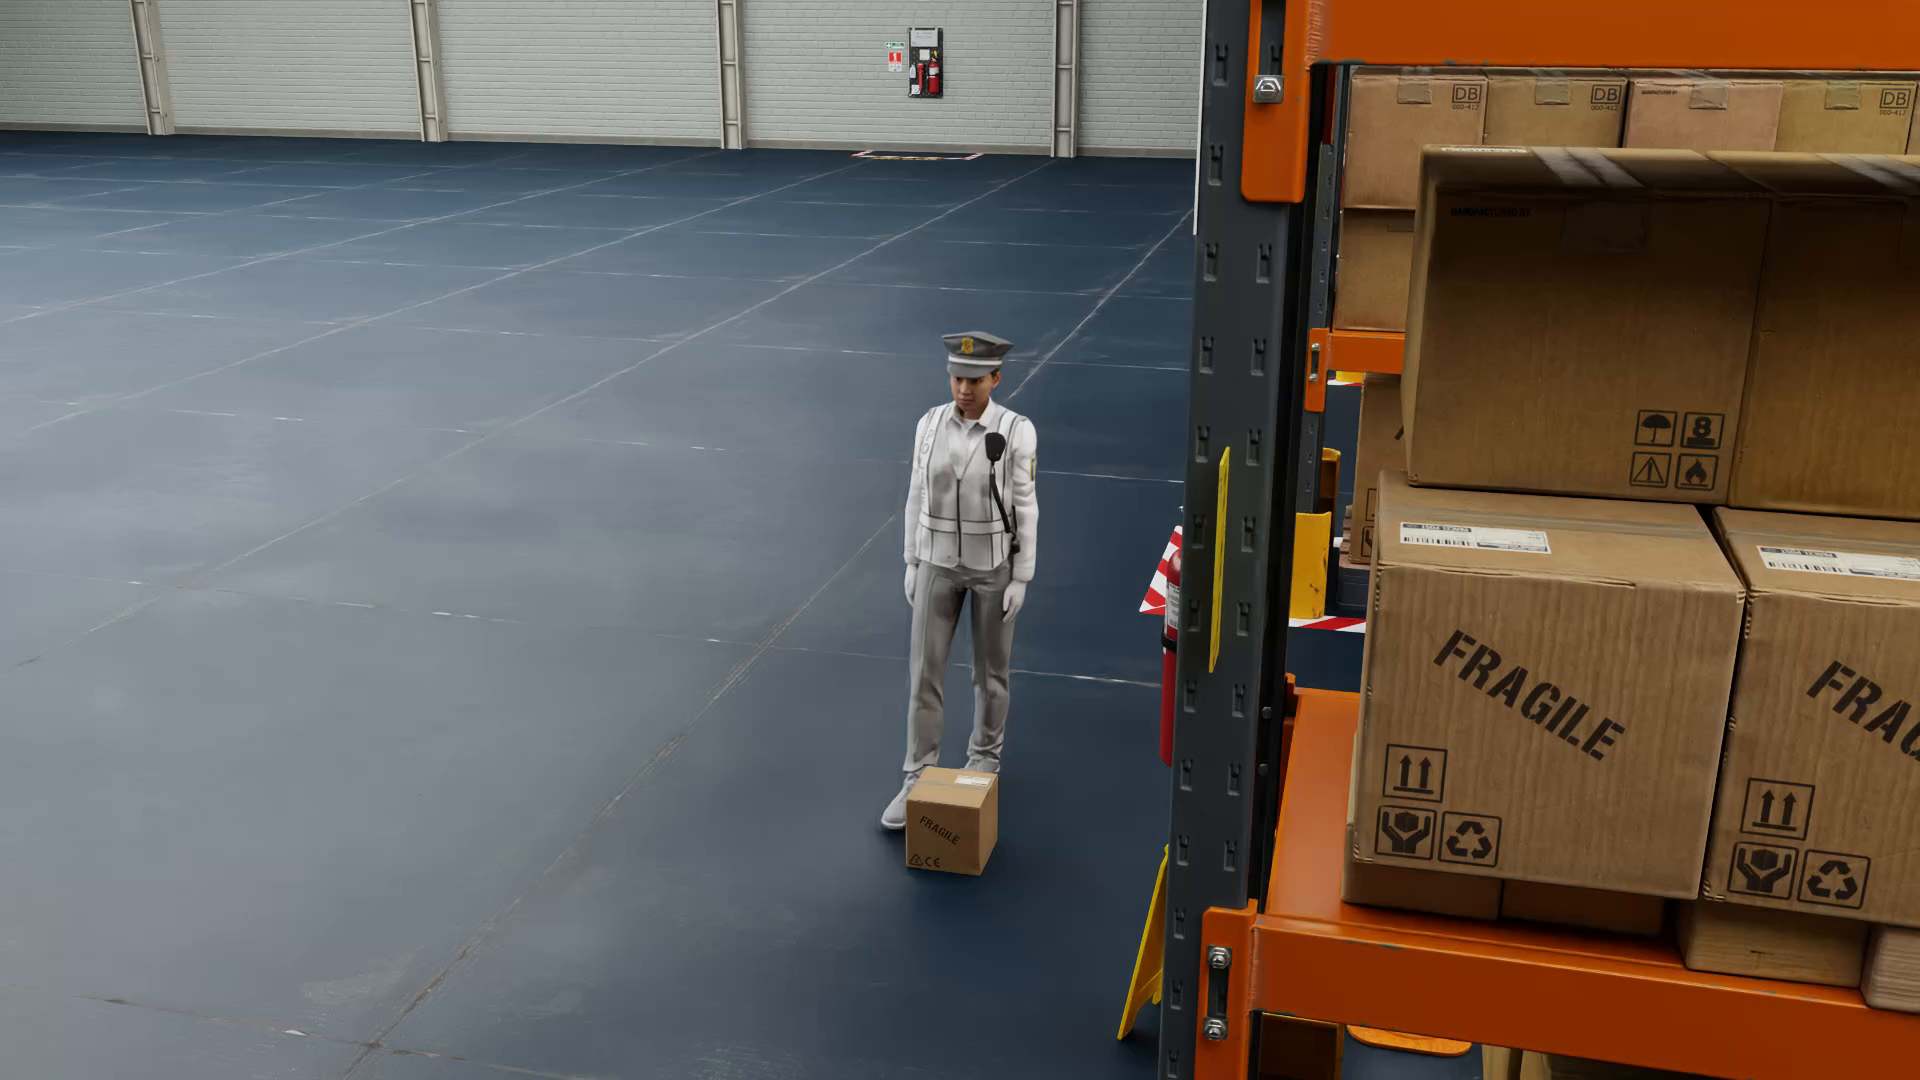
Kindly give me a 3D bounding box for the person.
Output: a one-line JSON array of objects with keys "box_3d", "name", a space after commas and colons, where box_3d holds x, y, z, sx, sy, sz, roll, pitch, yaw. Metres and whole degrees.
[{"box_3d": [-0.003, 0.137, 5.597, 0.479, 1.666, 0.605, 4, 19, 13], "name": "person"}]
